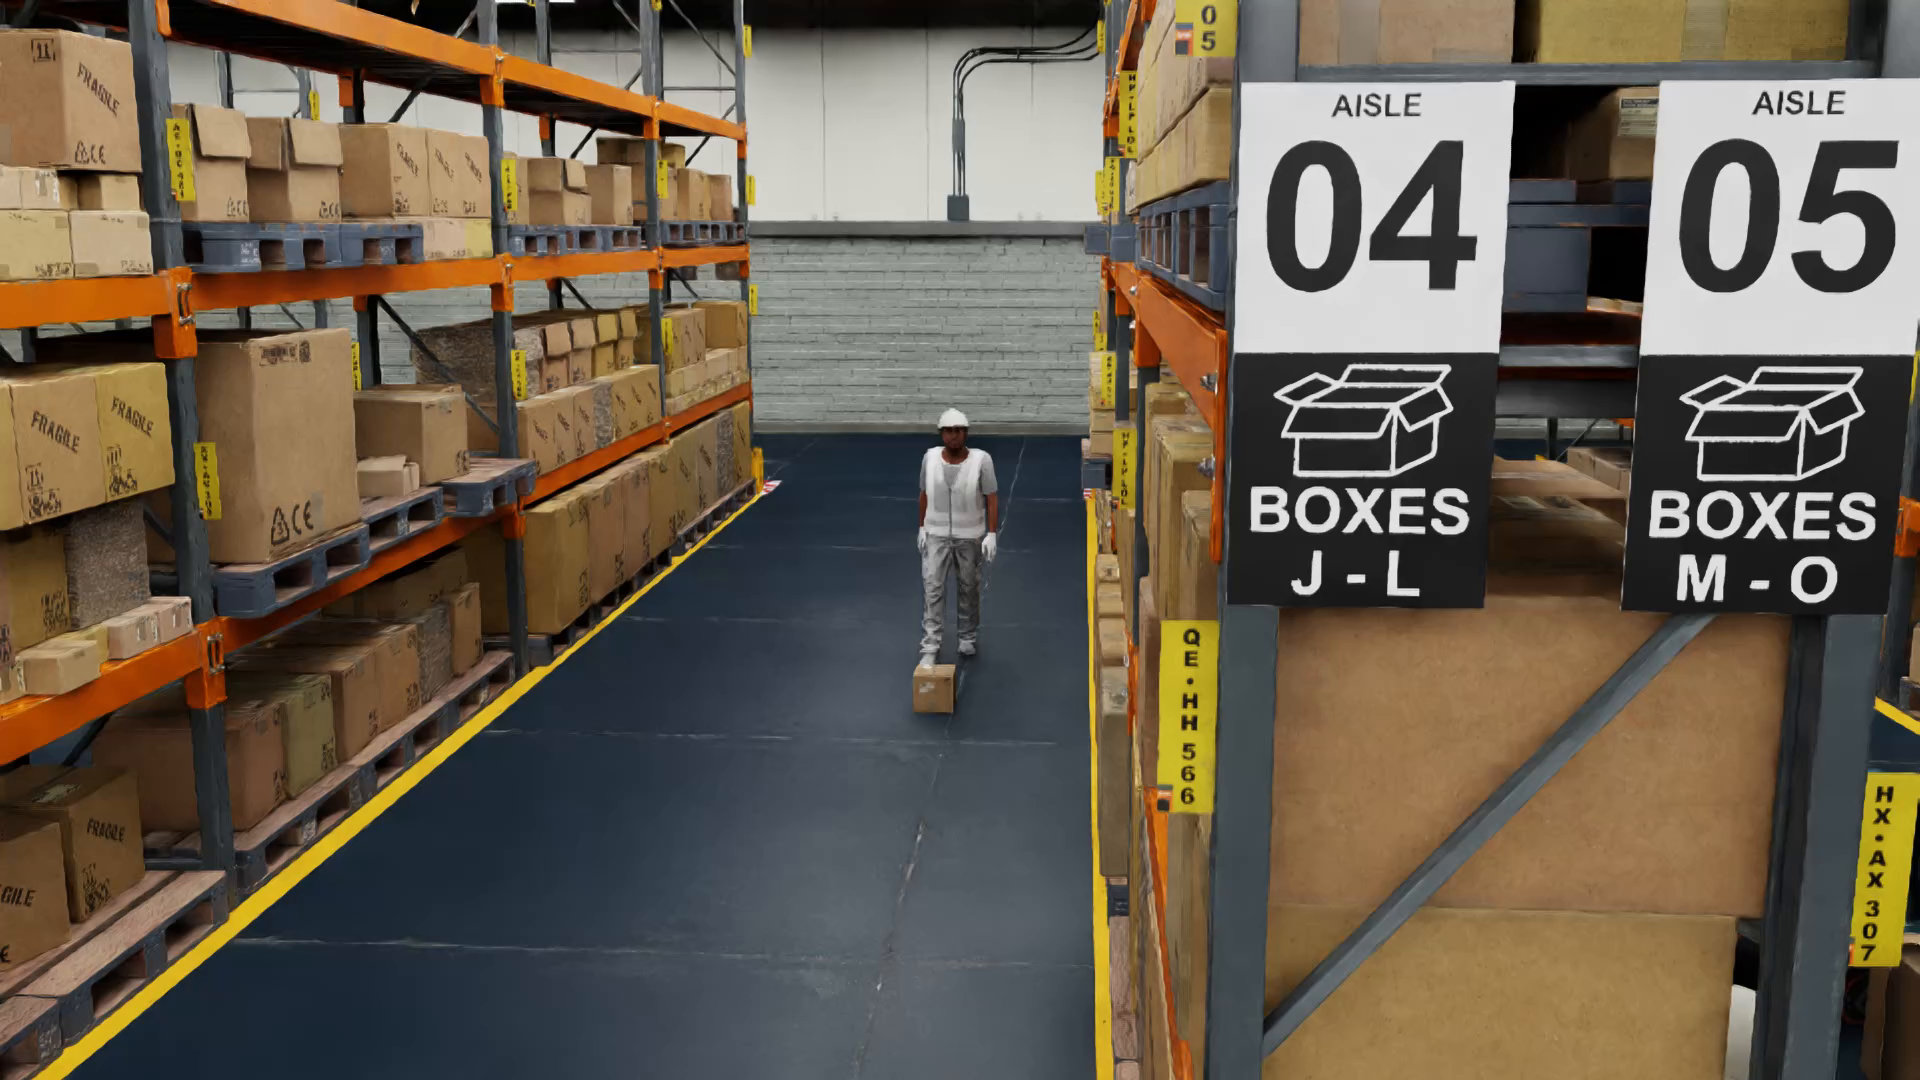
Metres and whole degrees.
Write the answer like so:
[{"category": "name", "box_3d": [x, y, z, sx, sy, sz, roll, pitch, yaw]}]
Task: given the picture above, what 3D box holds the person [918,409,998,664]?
[{"category": "person", "box_3d": [-0.033, -0.022, 11.426, 0.578, 1.758, 0.783, 1, 11, 7]}]
